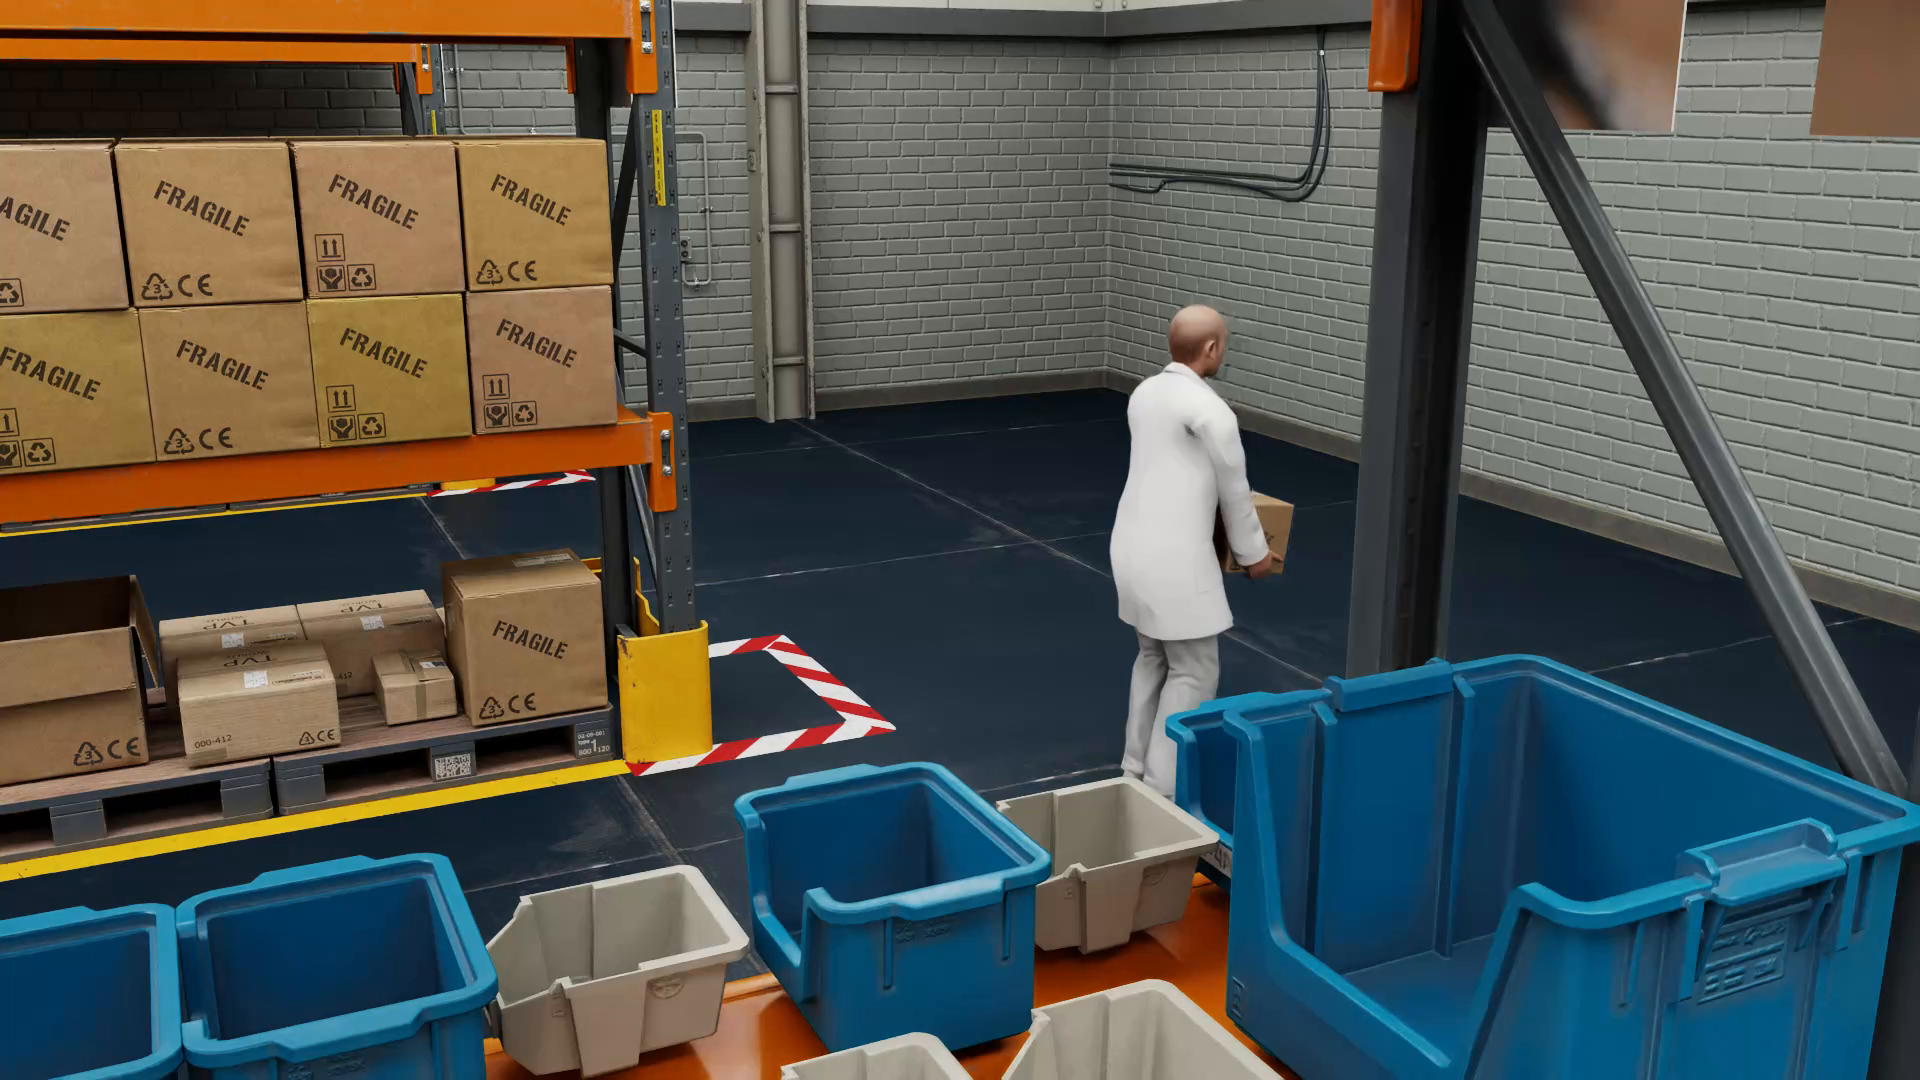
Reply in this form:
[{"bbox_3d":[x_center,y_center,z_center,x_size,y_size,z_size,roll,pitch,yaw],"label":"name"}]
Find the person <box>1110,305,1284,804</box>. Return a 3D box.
[{"bbox_3d":[0.820,0.063,5.841,0.582,1.770,0.529,-7,17,-26],"label":"person"}]
